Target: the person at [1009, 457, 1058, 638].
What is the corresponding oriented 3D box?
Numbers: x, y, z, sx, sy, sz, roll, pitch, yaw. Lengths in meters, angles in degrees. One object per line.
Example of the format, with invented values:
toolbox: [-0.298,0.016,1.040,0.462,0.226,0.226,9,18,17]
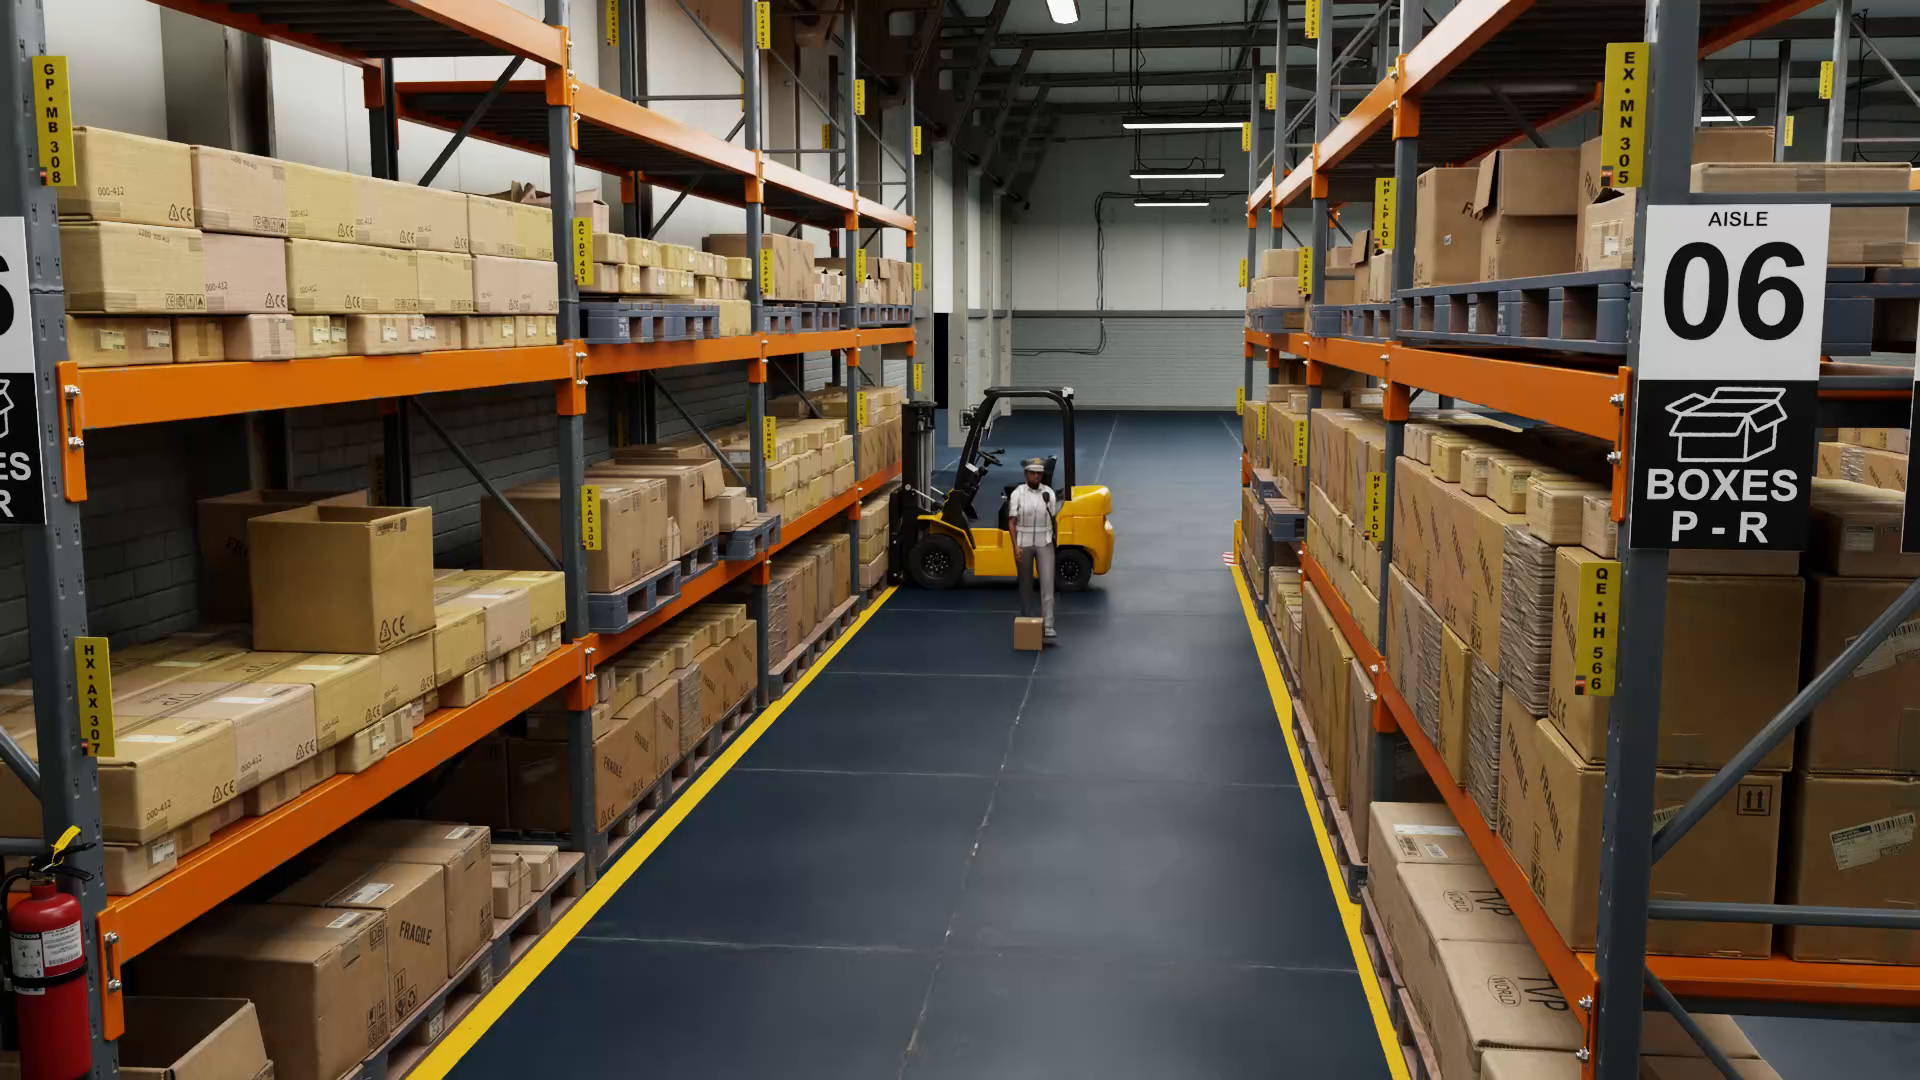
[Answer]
person: [0.670,0.068,15.159,0.453,1.649,0.887,0,8,1]
